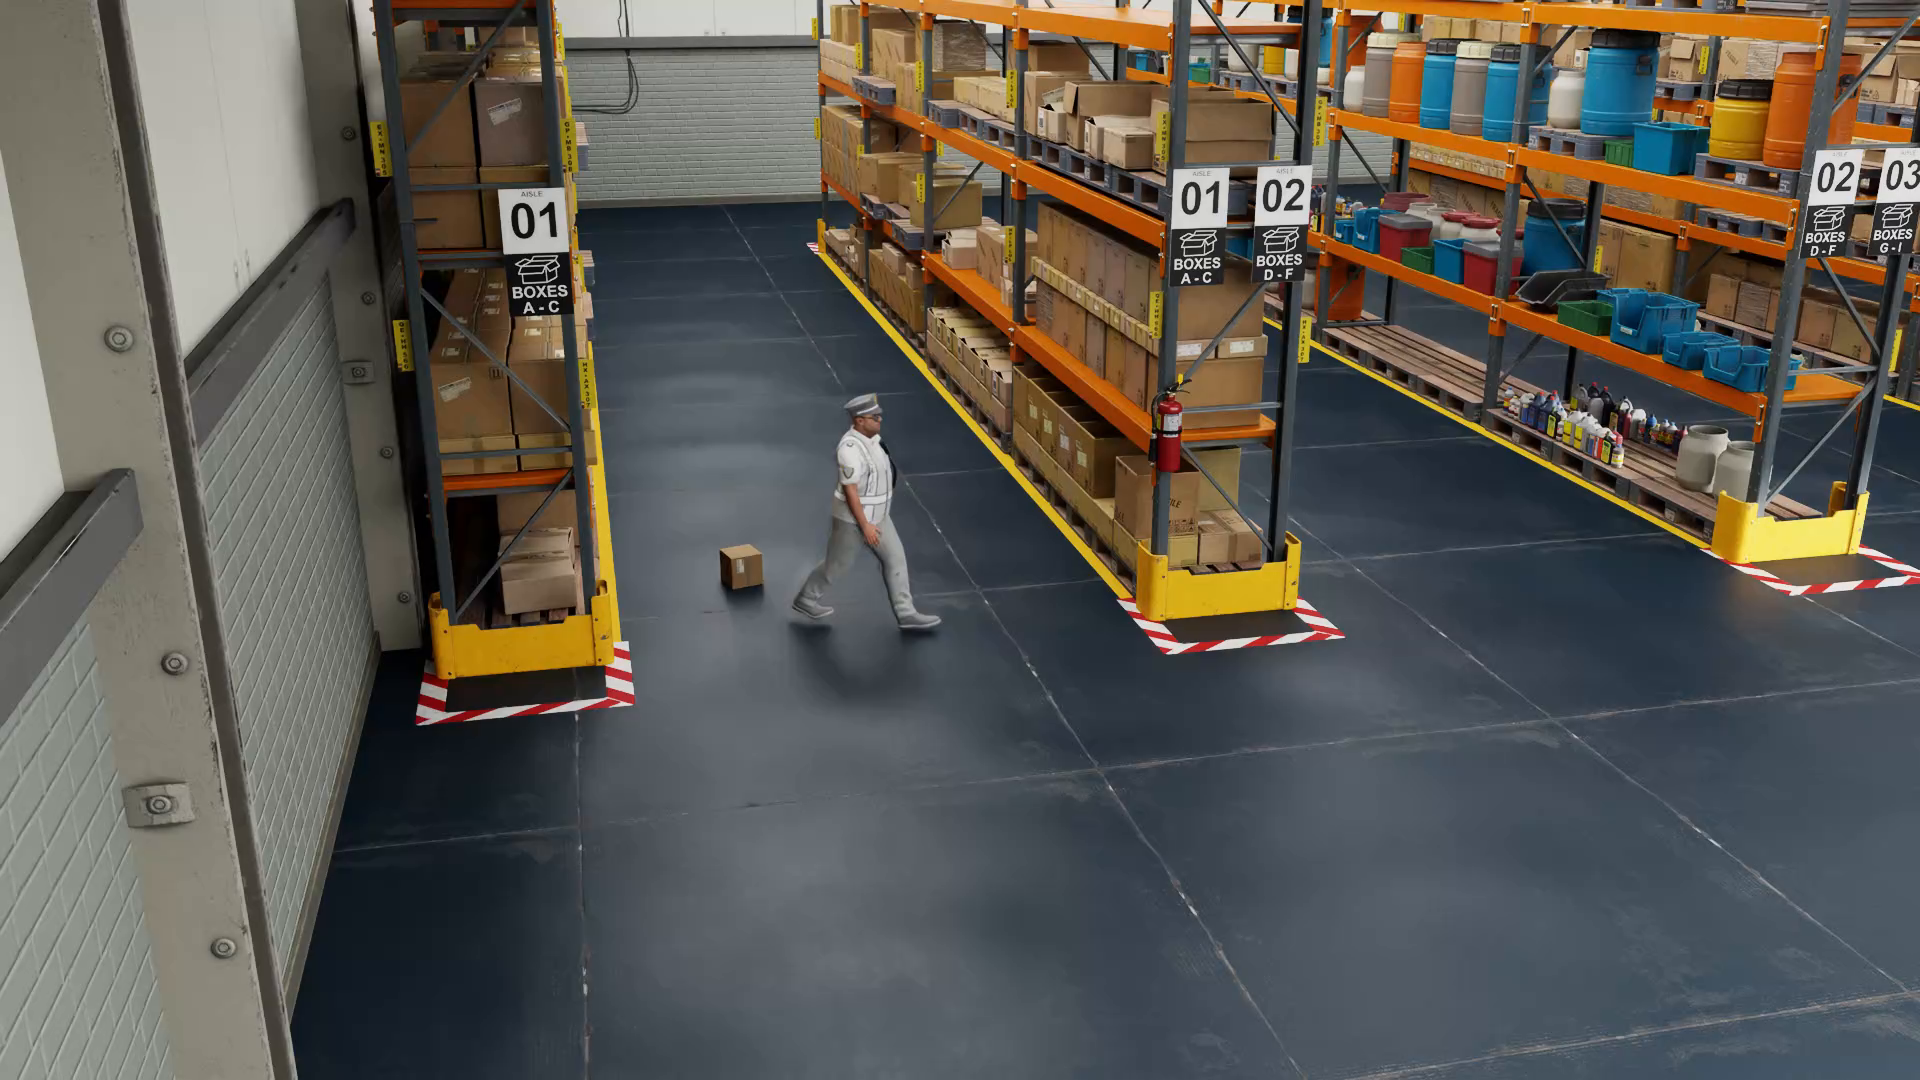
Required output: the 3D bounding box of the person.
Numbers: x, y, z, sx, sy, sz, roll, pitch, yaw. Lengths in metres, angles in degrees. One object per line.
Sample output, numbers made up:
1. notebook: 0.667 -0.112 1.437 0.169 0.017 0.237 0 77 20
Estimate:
1. person: -0.679 -0.193 11.600 1.086 1.716 0.530 8 21 23
